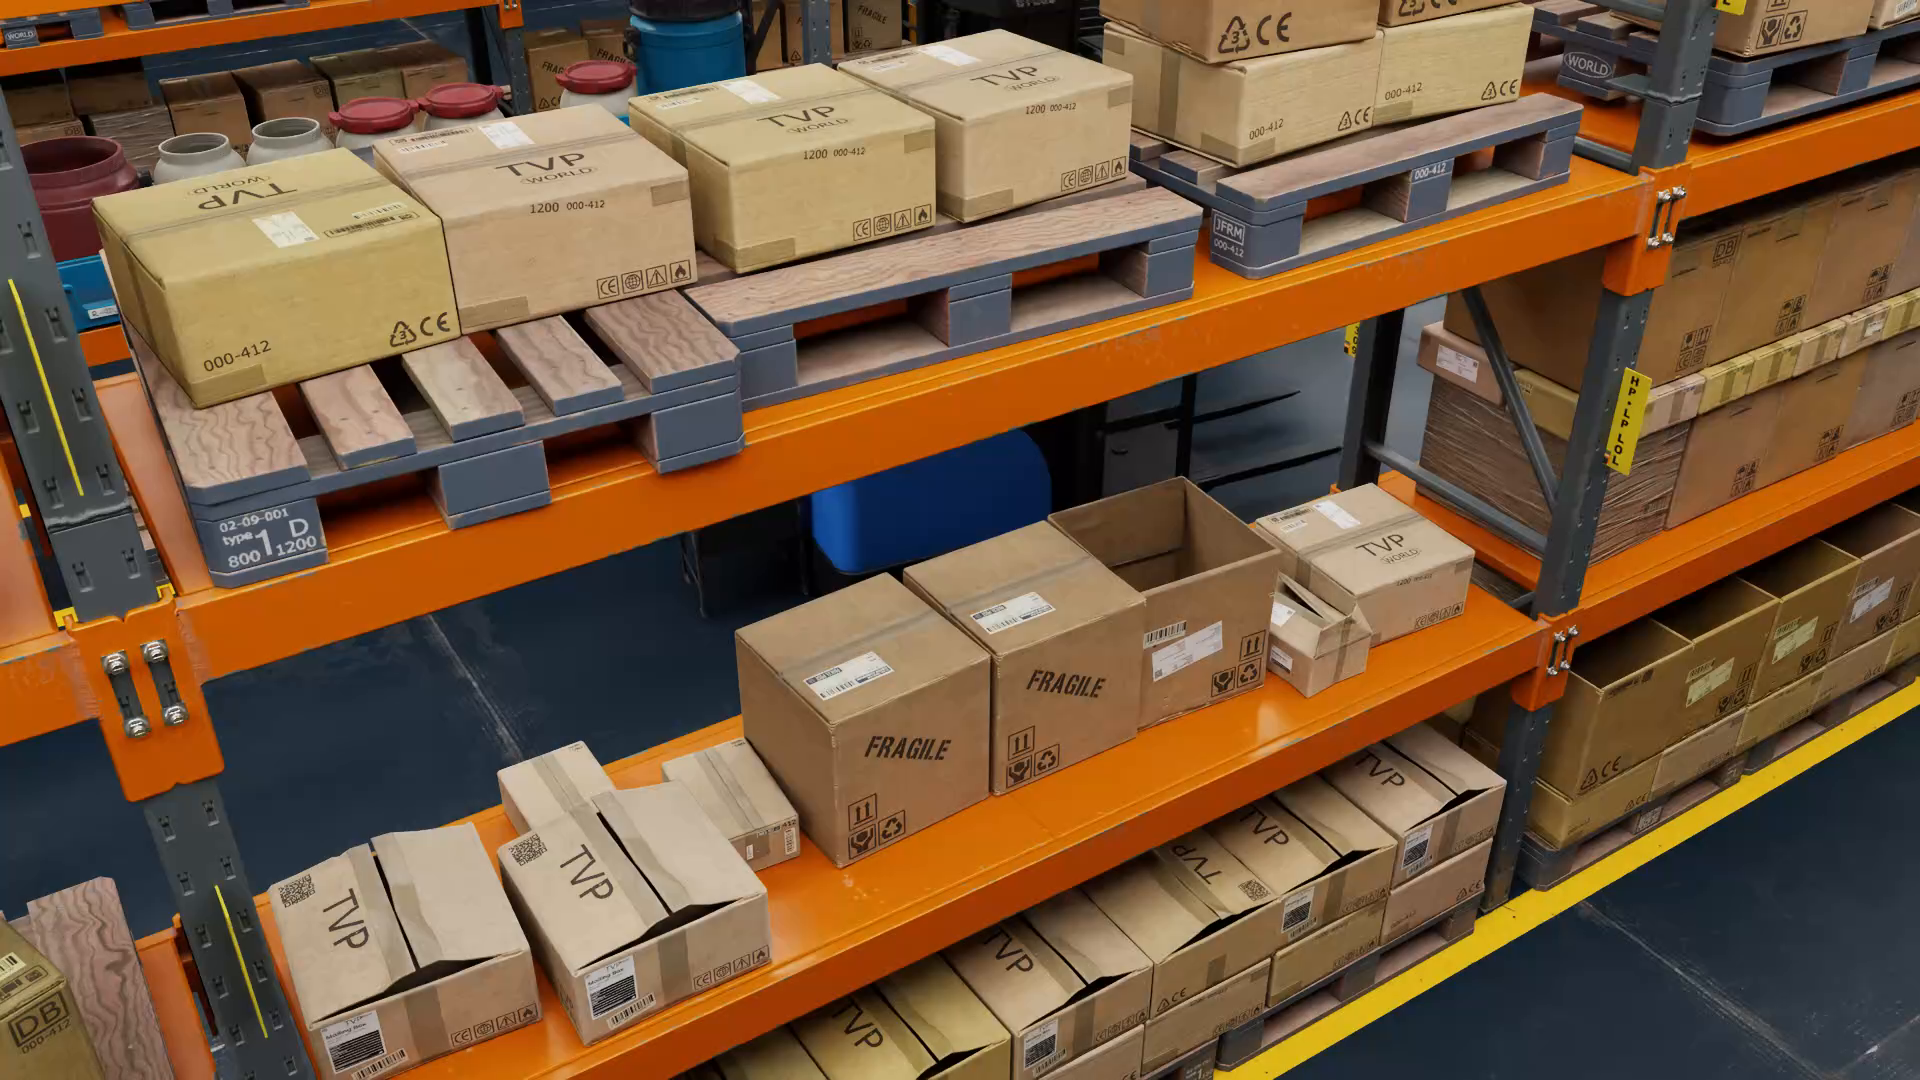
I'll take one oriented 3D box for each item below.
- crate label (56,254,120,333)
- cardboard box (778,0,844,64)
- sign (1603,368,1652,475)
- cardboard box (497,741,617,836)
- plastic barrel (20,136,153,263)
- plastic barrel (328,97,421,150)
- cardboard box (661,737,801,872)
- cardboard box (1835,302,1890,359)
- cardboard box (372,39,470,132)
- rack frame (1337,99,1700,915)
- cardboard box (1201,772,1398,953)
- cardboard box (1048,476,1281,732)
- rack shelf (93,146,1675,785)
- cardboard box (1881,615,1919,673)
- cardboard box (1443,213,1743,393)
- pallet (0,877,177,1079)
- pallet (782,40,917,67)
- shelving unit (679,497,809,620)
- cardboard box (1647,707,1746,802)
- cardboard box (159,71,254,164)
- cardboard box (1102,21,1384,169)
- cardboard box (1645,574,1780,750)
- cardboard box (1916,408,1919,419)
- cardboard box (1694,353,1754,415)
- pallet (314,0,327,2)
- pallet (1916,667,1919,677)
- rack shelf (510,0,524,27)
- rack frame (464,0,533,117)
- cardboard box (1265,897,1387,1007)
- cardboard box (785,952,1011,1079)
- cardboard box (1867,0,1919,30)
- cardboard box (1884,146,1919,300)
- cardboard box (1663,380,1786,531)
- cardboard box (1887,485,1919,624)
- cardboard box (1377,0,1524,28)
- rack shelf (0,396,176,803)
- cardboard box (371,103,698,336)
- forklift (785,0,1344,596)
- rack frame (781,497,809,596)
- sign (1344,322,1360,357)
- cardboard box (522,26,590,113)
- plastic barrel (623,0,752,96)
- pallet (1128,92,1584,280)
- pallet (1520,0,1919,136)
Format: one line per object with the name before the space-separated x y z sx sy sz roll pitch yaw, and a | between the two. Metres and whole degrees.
crate label | -3.789 -1.088 7.320 0.416 0.233 0.303 -19 37 -27
cardboard box | -1.324 -4.498 14.518 0.500 0.500 0.500 -10 33 -15
sign | 1.999 -0.354 4.989 0.005 0.325 0.100 -19 37 -27
cardboard box | -1.059 0.740 4.501 0.250 0.149 0.380 -19 37 -27
plastic barrel | -4.120 -1.532 7.740 0.708 0.536 0.600 -19 37 -27
plastic barrel | -2.887 -1.903 8.328 0.433 0.535 0.433 0 32 0
cardboard box | -0.624 0.730 4.517 0.250 0.149 0.380 -16 36 -24
cardboard box | 3.108 -0.821 6.038 0.250 0.149 0.380 -20 37 -29
cardboard box | -4.195 -3.543 12.986 0.500 0.500 0.700 -22 38 -31
rack frame | 1.696 -0.139 5.658 0.127 3.000 1.000 -19 37 -27
cardboard box | 1.077 1.008 5.498 0.500 0.311 0.500 -18 36 -26
cardboard box | 0.599 0.186 5.050 0.500 0.500 0.500 -16 36 -24
rack shelf | 0.015 -0.525 4.134 4.000 0.370 1.077 -19 37 -27
cardboard box | 3.935 0.273 7.189 0.500 0.250 0.500 -19 37 -27
cardboard box | 2.066 -0.861 5.494 0.500 0.500 0.700 -19 37 -27
pallet | -2.197 1.326 3.516 1.003 0.211 1.213 -19 37 -27
pallet | -1.072 -4.318 14.897 1.213 0.211 1.003 -19 37 -27
shelving unit | -1.036 -0.670 7.336 0.503 2.100 0.431 -13 34 -18
cardboard box | 2.673 0.706 6.503 0.500 0.250 0.500 -19 37 -27
cardboard box | -5.545 -3.090 12.268 0.500 0.500 0.700 -16 36 -23
cardboard box | 0.713 -1.188 4.257 0.500 0.250 0.500 -23 39 -32
cardboard box | 2.672 0.388 6.305 0.500 0.500 0.500 -19 37 -27
cardboard box | 3.800 -0.913 6.792 0.500 0.500 0.700 -19 37 -27
cardboard box | 2.454 -0.594 5.679 0.250 0.149 0.380 -20 37 -28
pallet | -4.389 -4.345 12.507 1.213 0.211 1.003 -19 37 -27
pallet | 4.438 0.124 7.855 1.213 0.211 1.003 -19 37 -27
rack shelf | -1.987 -4.856 13.811 4.000 0.370 1.077 -19 37 -27
rack frame | -3.668 -4.582 12.702 0.127 3.000 1.000 -19 37 -27
cardboard box | 1.079 1.242 5.653 0.500 0.250 0.500 -20 37 -28
cardboard box | -0.199 1.444 4.807 0.500 0.311 0.500 -20 37 -29
cardboard box | 2.716 -1.790 5.023 0.500 0.311 0.500 -21 38 -30
cardboard box | 3.331 -1.296 6.184 0.500 0.500 0.700 -19 37 -27
cardboard box | 2.506 -0.468 6.086 0.500 0.500 0.700 -19 37 -28
cardboard box | 3.936 -0.043 6.987 0.500 0.500 0.500 -19 37 -27
cardboard box | 1.157 -1.678 4.332 0.500 0.500 0.500 -19 37 -27
rack shelf | -3.347 0.631 2.301 4.000 0.370 1.077 -19 37 -27
cardboard box | -0.884 -0.681 3.454 0.500 0.250 0.500 -18 36 -26
forklift | 0.620 -1.399 7.720 3.031 2.935 1.130 -14 35 -21
rack frame | -0.809 -0.722 7.410 0.015 2.100 0.400 -13 34 -18
sign | 1.394 -0.787 5.800 0.005 0.325 0.100 -19 37 -27
cardboard box | -3.310 -3.800 13.412 0.500 0.500 0.500 -20 37 -29
plastic barrel | -1.473 -2.597 9.086 0.708 0.901 0.600 -19 37 -27
pallet | 0.962 -1.066 4.496 1.217 0.209 0.805 -21 38 -29
pallet | 2.399 -1.628 5.291 1.213 0.211 1.003 -19 37 -27
